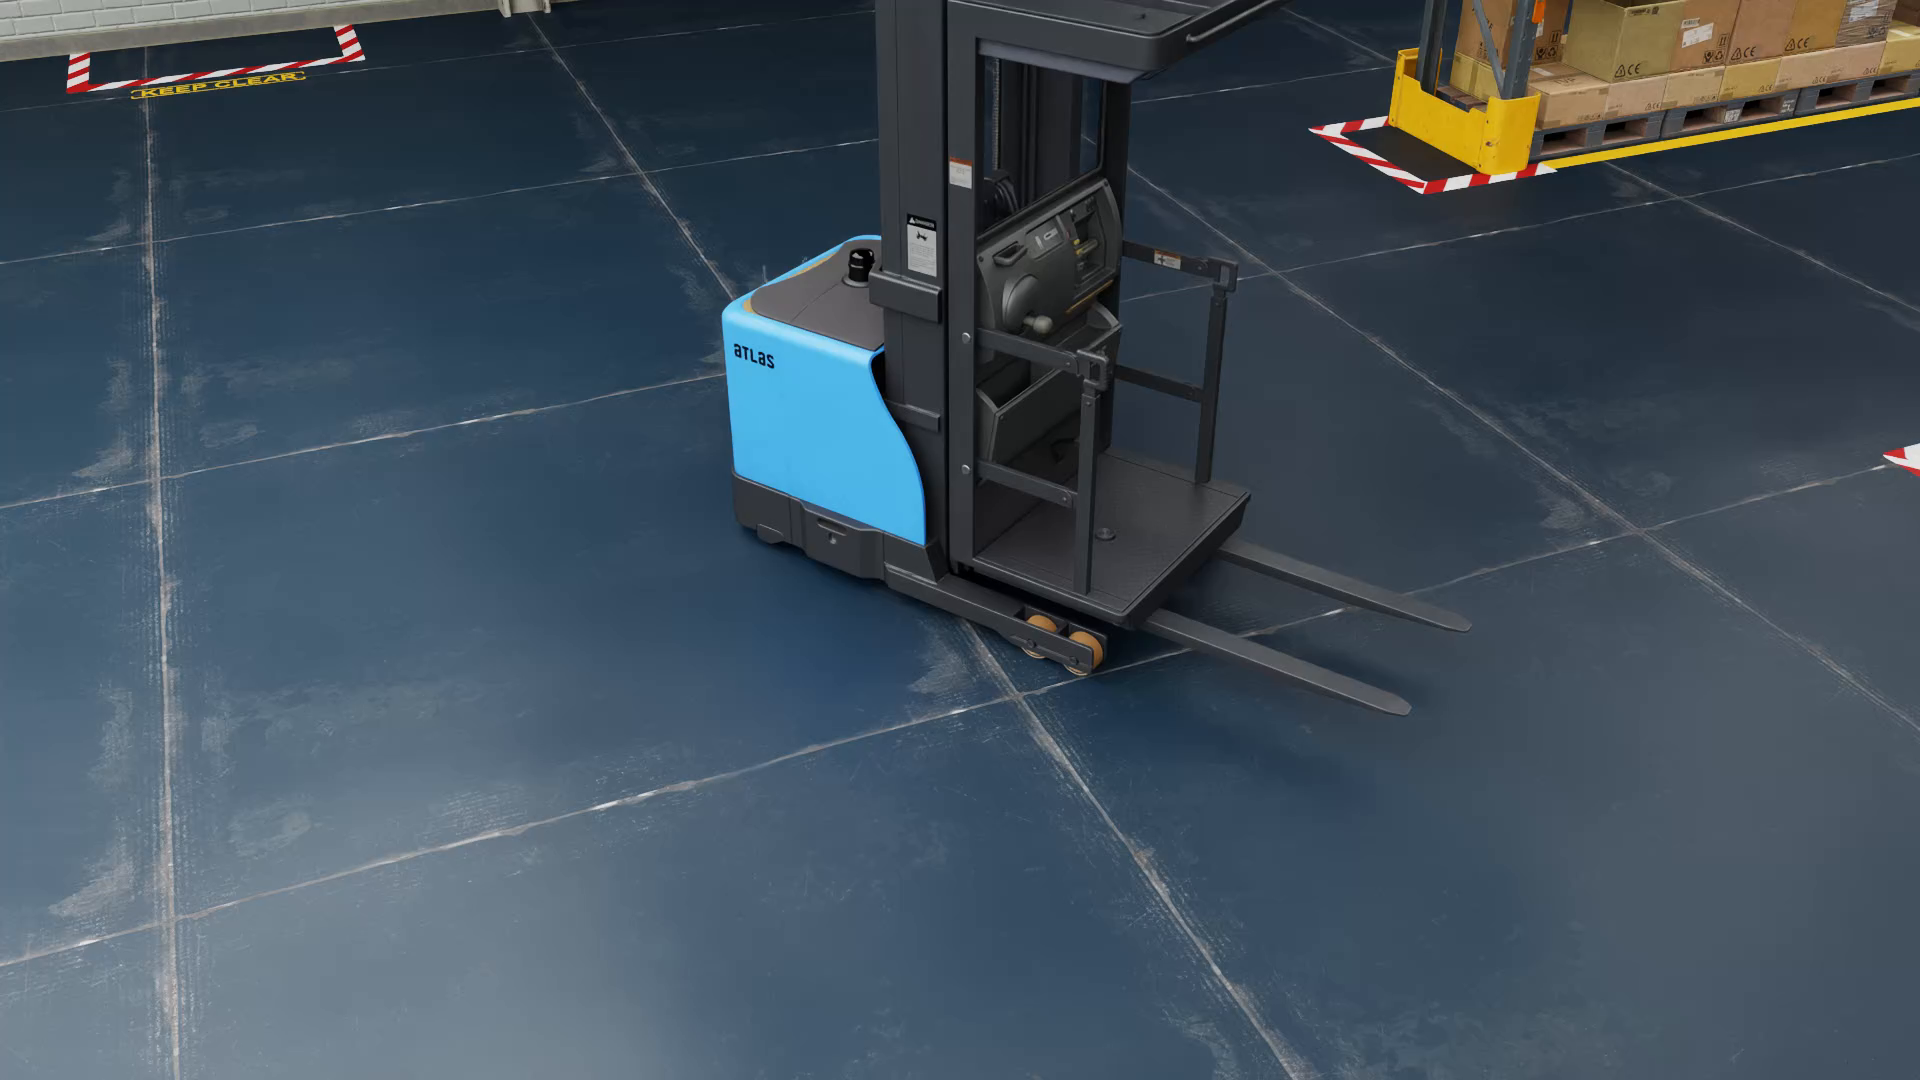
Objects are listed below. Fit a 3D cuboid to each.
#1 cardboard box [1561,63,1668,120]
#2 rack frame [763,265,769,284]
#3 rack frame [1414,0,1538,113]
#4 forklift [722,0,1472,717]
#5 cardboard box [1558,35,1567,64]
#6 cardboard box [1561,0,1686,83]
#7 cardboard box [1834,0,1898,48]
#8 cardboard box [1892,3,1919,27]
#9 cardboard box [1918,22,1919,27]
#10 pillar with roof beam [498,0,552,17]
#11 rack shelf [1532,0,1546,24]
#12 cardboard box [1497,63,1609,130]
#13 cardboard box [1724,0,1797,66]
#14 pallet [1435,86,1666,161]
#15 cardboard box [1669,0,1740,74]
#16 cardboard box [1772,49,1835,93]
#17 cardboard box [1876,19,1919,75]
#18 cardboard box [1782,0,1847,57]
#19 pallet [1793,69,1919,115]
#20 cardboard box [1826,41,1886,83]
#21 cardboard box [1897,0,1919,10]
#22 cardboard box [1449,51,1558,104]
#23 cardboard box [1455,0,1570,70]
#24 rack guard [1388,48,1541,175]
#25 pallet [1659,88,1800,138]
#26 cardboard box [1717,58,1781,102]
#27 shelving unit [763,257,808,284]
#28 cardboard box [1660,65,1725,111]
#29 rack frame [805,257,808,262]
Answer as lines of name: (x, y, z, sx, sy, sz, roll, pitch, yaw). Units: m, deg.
cardboard box: (4.464, -3.113, 11.419, 0.500, 0.250, 0.500, -13, 35, -19)
rack frame: (-0.829, -0.804, 7.661, 0.006, 0.900, 0.240, -15, 36, -20)
rack frame: (3.424, -3.980, 10.617, 0.127, 3.000, 1.000, -13, 35, -19)
forklift: (0.519, -1.035, 6.153, 3.031, 2.935, 1.130, 20, 38, 28)
cardboard box: (4.261, -3.377, 11.826, 0.500, 0.250, 0.500, -13, 35, -19)
cardboard box: (4.465, -3.426, 11.213, 0.500, 0.500, 0.500, -13, 35, -19)
cardboard box: (6.304, -3.855, 11.873, 0.500, 0.500, 0.500, -13, 35, -19)
cardboard box: (7.382, -4.082, 12.909, 0.500, 0.250, 0.500, -13, 35, -19)
cardboard box: (7.580, -3.809, 12.490, 0.500, 0.250, 0.500, -14, 35, -20)
pillar with roof beam: (-2.052, -6.136, 8.430, 0.400, 9.000, 9.100, -13, 35, -19)
rack shelf: (5.268, -4.101, 11.462, 4.000, 0.370, 1.077, -13, 35, -19)
cardboard box: (4.005, -3.005, 11.254, 0.500, 0.250, 0.500, -13, 35, -19)
cardboard box: (5.389, -3.635, 11.534, 0.500, 0.500, 0.500, -13, 35, -19)
pallet: (4.113, -2.994, 11.658, 1.213, 0.211, 1.003, -13, 35, -19)
cardboard box: (4.921, -3.538, 11.386, 0.500, 0.500, 0.500, -13, 35, -19)
cardboard box: (5.849, -3.427, 11.903, 0.500, 0.250, 0.500, -13, 35, -19)
cardboard box: (6.769, -3.640, 12.231, 0.500, 0.250, 0.500, -13, 35, -19)
cardboard box: (5.844, -3.748, 11.708, 0.500, 0.500, 0.500, -13, 35, -19)
pallet: (6.363, -3.509, 12.450, 1.213, 0.211, 1.003, -13, 35, -19)
cardboard box: (6.304, -3.540, 12.076, 0.500, 0.250, 0.500, -13, 35, -19)
cardboard box: (7.375, -4.313, 12.750, 0.500, 0.311, 0.500, -13, 35, -19)
cardboard box: (3.804, -3.266, 11.655, 0.500, 0.250, 0.500, -13, 35, -19)
cardboard box: (3.803, -3.581, 11.452, 0.500, 0.500, 0.500, -13, 35, -19)
rack guard: (3.402, -2.927, 11.291, 0.348, 0.500, 1.175, -13, 35, -19)
pallet: (5.236, -3.249, 12.050, 1.213, 0.211, 1.003, -13, 35, -19)
cardboard box: (5.388, -3.321, 11.740, 0.500, 0.250, 0.500, -13, 35, -19)
shelving unit: (-0.737, -0.829, 7.696, 0.210, 0.900, 0.258, -15, 36, -20)
cardboard box: (4.925, -3.218, 11.581, 0.500, 0.250, 0.500, -13, 35, -19)
rack frame: (-0.644, -0.854, 7.731, 0.006, 0.900, 0.240, -15, 36, -20)
